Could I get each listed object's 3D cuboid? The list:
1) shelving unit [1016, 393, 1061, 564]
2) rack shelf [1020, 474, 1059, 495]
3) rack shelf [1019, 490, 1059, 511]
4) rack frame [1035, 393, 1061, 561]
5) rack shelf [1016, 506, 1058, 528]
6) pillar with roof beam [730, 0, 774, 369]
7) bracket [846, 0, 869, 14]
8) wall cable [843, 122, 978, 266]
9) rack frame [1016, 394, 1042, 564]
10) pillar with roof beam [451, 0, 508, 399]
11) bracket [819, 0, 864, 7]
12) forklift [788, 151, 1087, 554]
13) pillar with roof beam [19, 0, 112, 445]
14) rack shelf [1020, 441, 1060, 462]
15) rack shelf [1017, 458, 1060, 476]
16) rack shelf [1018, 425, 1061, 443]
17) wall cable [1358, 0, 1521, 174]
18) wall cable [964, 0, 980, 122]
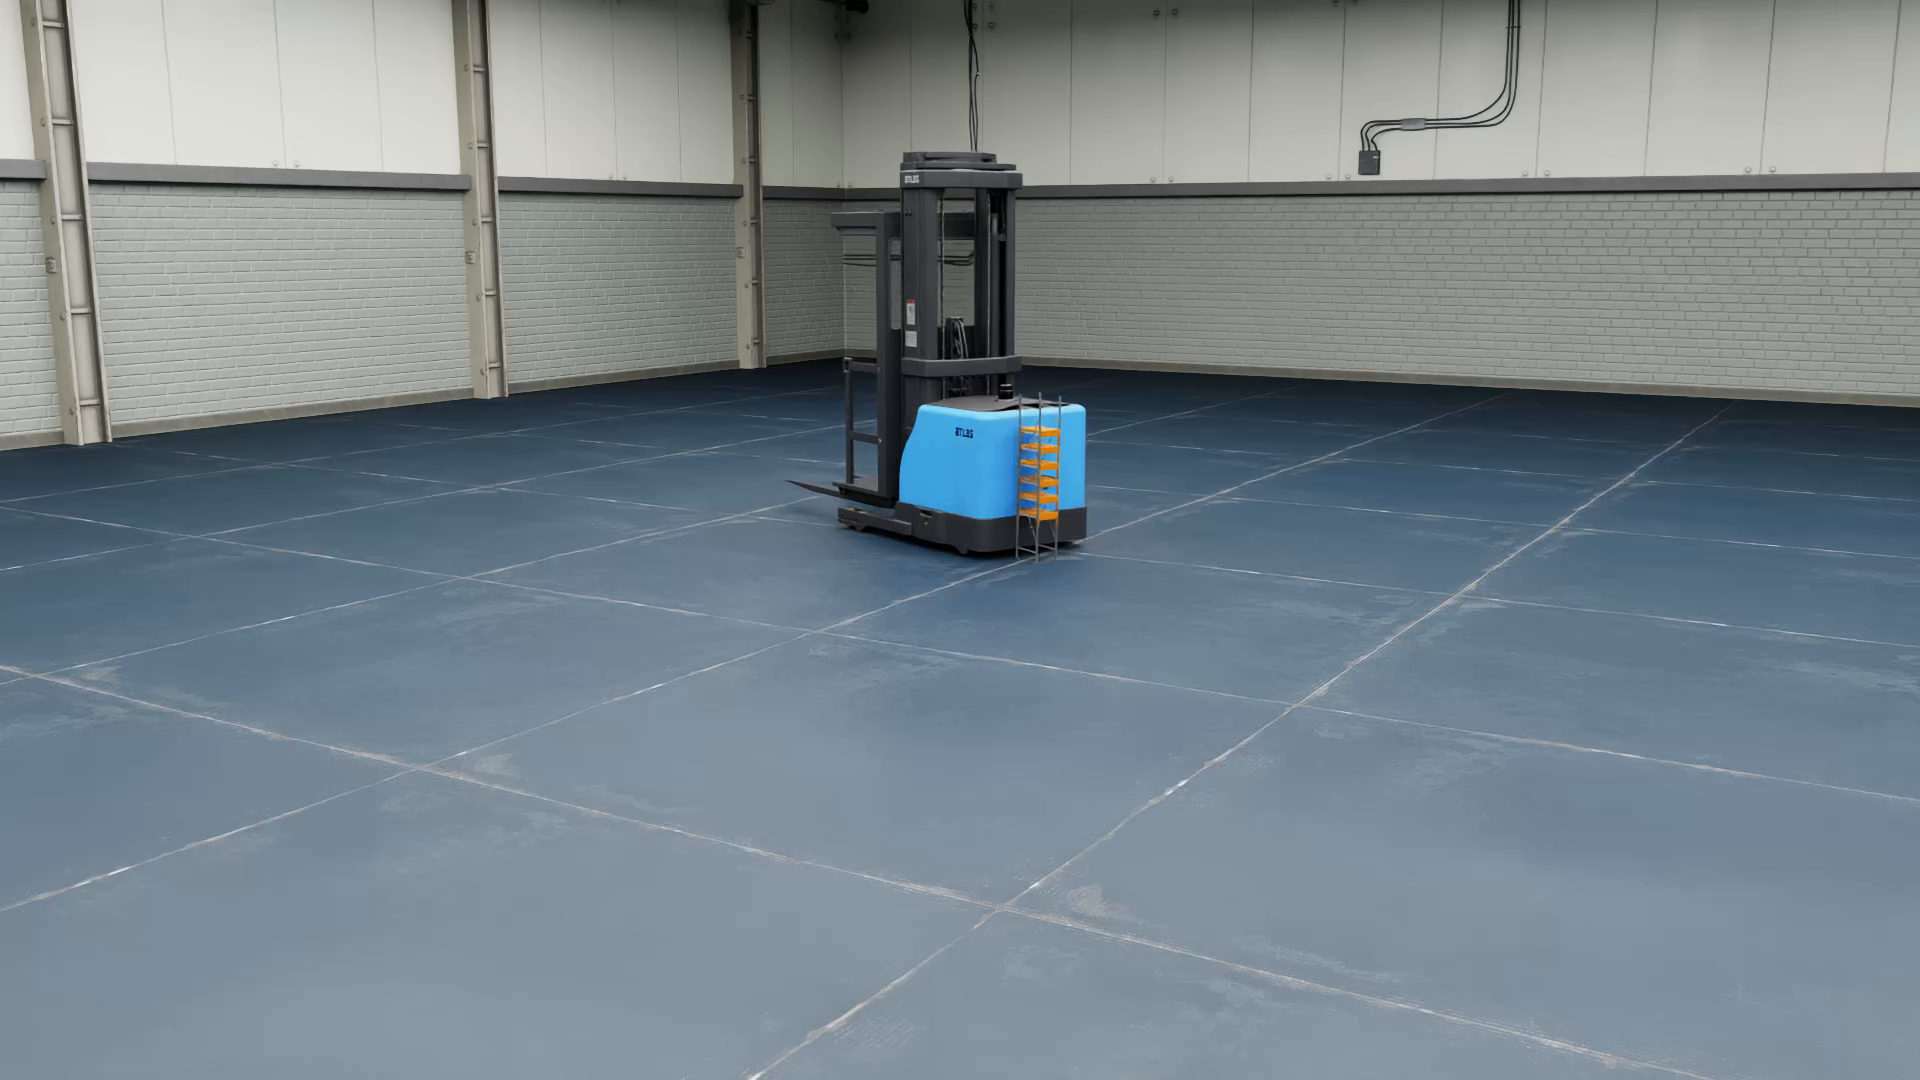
[{"bbox_3d":[0.563,-0.446,11.972,0.189,1.200,0.258,-8,15,-37],"label":"shelving unit"},{"bbox_3d":[0.562,-0.403,11.981,0.180,0.103,0.258,-8,15,-37],"label":"rack shelf"},{"bbox_3d":[0.560,-0.285,12.005,0.180,0.103,0.258,-8,15,-37],"label":"rack shelf"},{"bbox_3d":[0.635,-0.456,12.027,0.006,1.200,0.240,-8,15,-37],"label":"rack frame"},{"bbox_3d":[0.558,-0.168,12.029,0.180,0.103,0.258,-8,15,-37],"label":"rack shelf"},{"bbox_3d":[0.080,-7.000,25.802,9.100,9.000,0.548,6,12,31],"label":"pillar with roof beam"},{"bbox_3d":[-1.850,-9.584,29.826,0.235,0.232,0.430,6,12,31],"label":"bracket"},{"bbox_3d":[-0.940,-6.222,30.085,3.097,2.526,0.112,6,12,31],"label":"wall cable"},{"bbox_3d":[0.491,-0.436,11.916,0.006,1.200,0.240,-8,15,-37],"label":"rack frame"},{"bbox_3d":[-3.035,-6.056,20.762,9.100,9.000,0.400,6,12,31],"label":"pillar with roof beam"},{"bbox_3d":[-2.157,-9.491,29.330,0.076,0.066,3.189,6,12,31],"label":"bracket"},{"bbox_3d":[-0.326,-1.557,13.219,1.130,2.935,3.031,-8,13,-36],"label":"forklift"},{"bbox_3d":[-6.150,-5.112,15.721,9.100,9.000,0.400,6,12,31],"label":"pillar with roof beam"},{"bbox_3d":[0.566,-0.637,11.932,0.180,0.103,0.258,-8,15,-37],"label":"rack shelf"},{"bbox_3d":[0.564,-0.520,11.956,0.180,0.103,0.258,-8,15,-37],"label":"rack shelf"},{"bbox_3d":[0.568,-0.755,11.907,0.180,0.103,0.258,-8,15,-37],"label":"rack shelf"},{"bbox_3d":[7.165,-8.510,24.628,2.305,6.003,0.169,6,12,31],"label":"wall cable"},{"bbox_3d":[1.372,-8.445,28.240,3.097,2.526,0.112,6,12,31],"label":"wall cable"}]
